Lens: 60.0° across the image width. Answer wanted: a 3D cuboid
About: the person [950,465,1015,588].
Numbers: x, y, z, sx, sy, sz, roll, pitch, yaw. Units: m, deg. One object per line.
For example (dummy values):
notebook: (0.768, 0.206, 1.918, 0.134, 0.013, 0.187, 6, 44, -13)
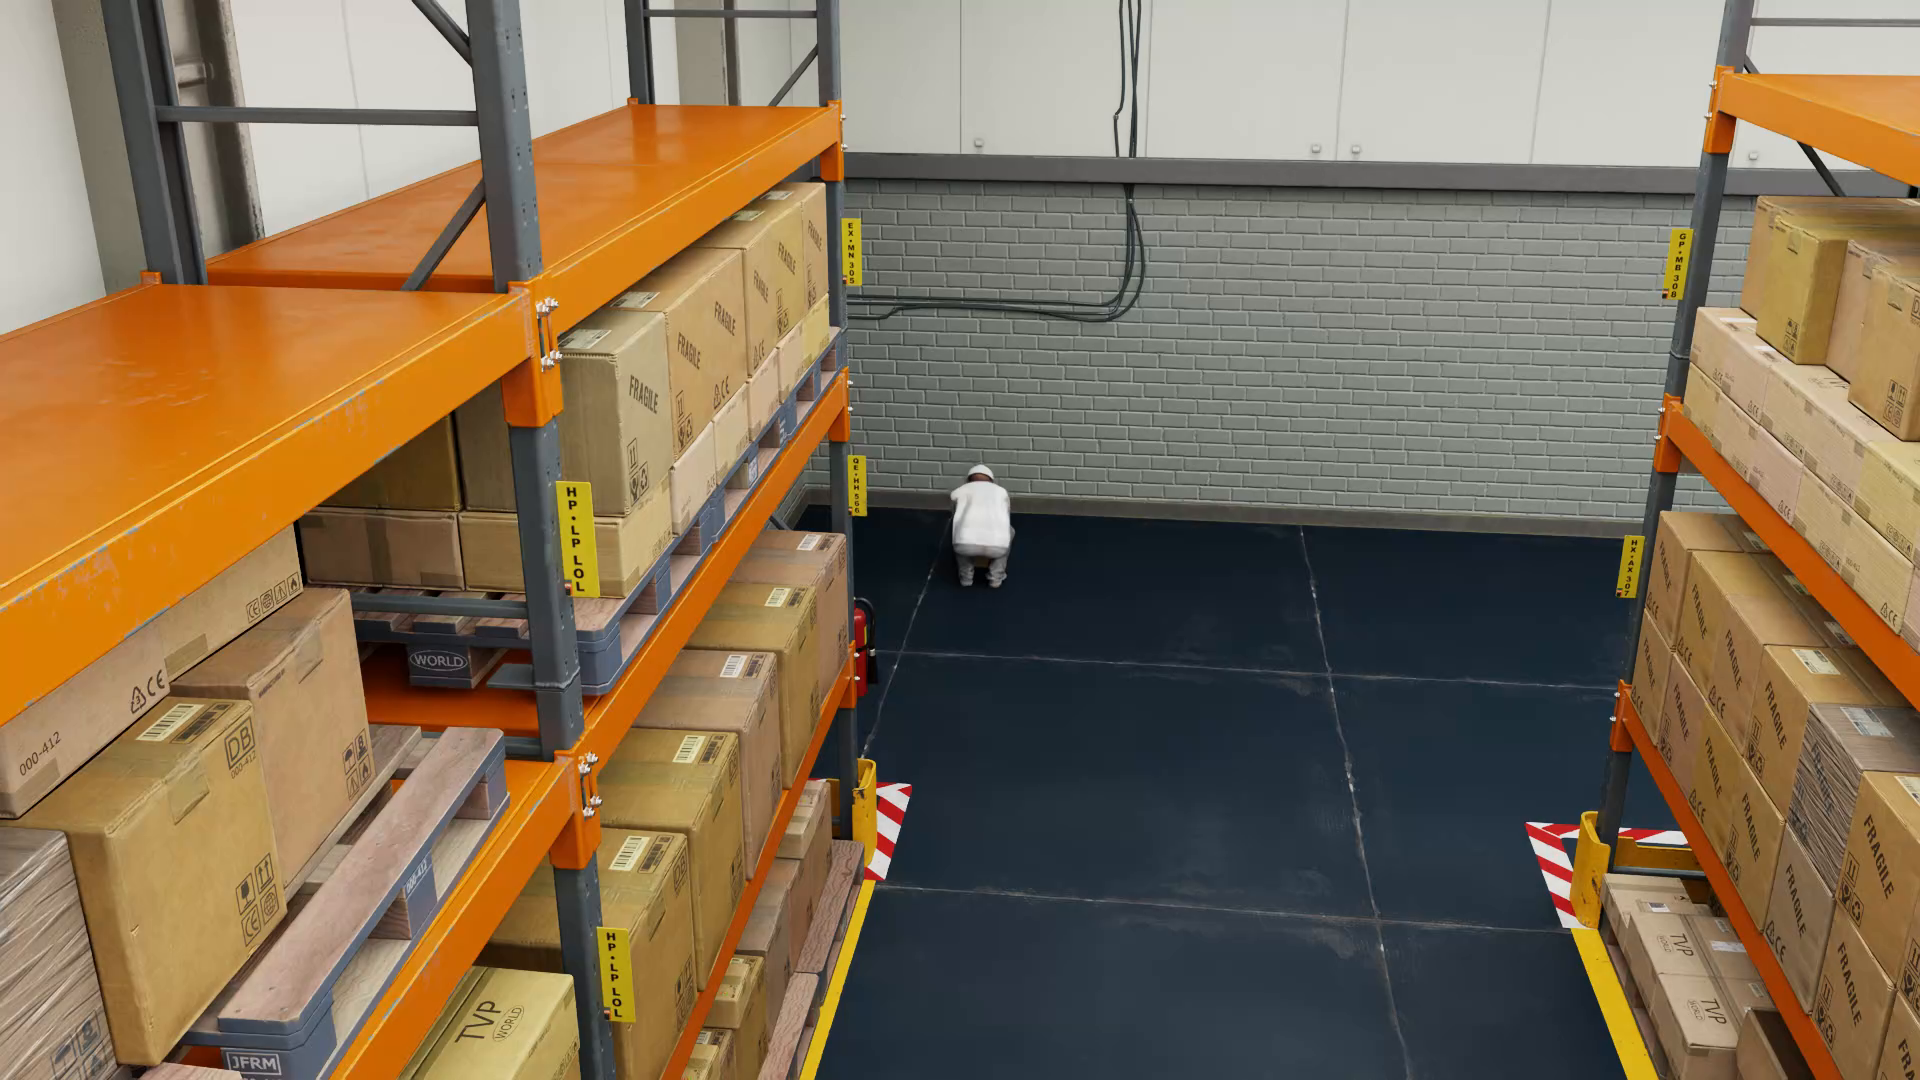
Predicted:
person: (0.171, -0.055, 13.106, 0.513, 0.876, 0.952, 2, 21, 6)
